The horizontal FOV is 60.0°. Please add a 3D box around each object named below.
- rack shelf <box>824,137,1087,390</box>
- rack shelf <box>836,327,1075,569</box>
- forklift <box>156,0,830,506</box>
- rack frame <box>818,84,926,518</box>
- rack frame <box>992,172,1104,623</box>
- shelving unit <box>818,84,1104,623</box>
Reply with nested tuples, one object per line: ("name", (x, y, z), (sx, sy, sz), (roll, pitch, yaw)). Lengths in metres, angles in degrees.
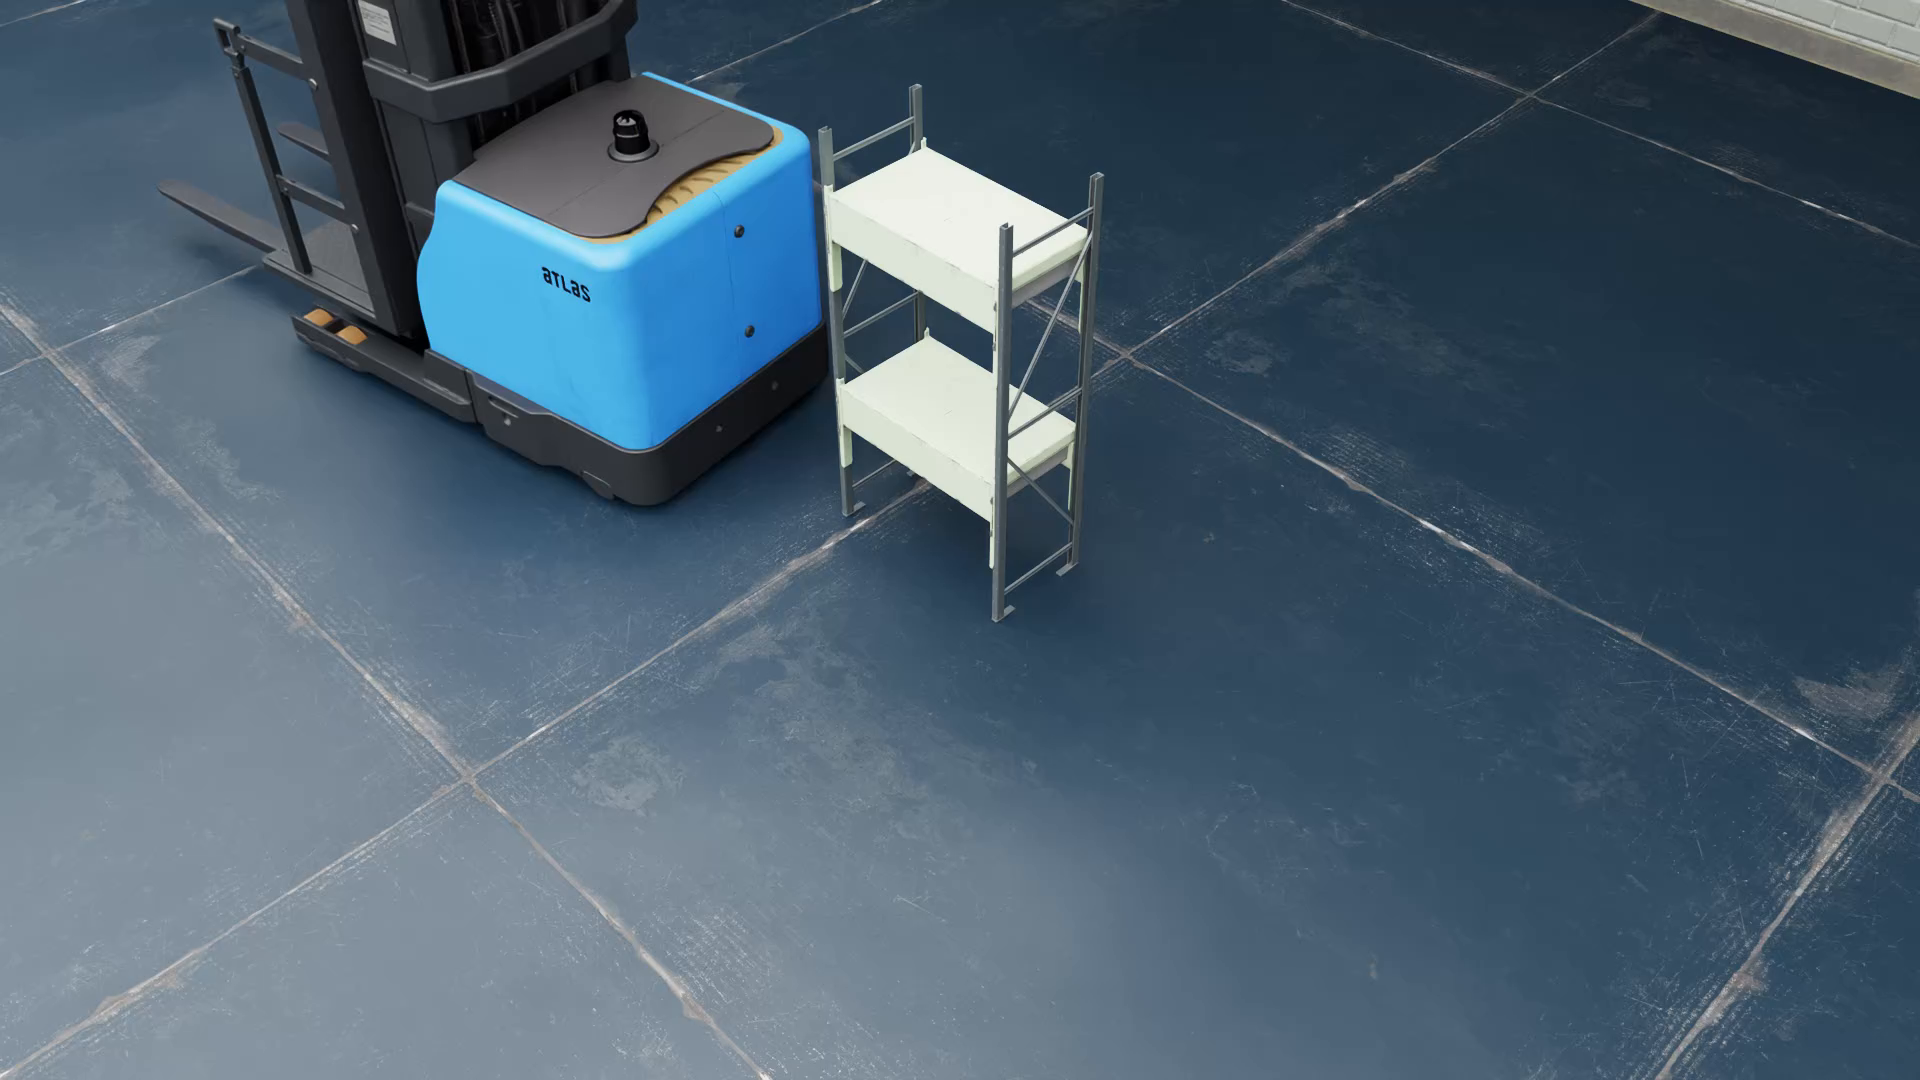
("rack shelf", (-0.005, -0.841, 4.980), (0.431, 0.370, 0.720), (-34, 53, -31))
("rack shelf", (-0.005, -0.315, 5.466), (0.431, 0.370, 0.720), (-34, 53, -31))
("forklift", (-1.991, -2.003, 5.758), (3.031, 2.935, 1.130), (26, 49, 25))
("rack frame", (-0.263, -0.730, 5.435), (0.400, 1.500, 0.023), (-34, 53, -31))
("rack frame", (0.254, -0.378, 5.054), (0.400, 1.500, 0.023), (-34, 53, -31))
("shelving unit", (-0.005, -0.554, 5.244), (0.431, 1.500, 0.755), (-34, 53, -31))
